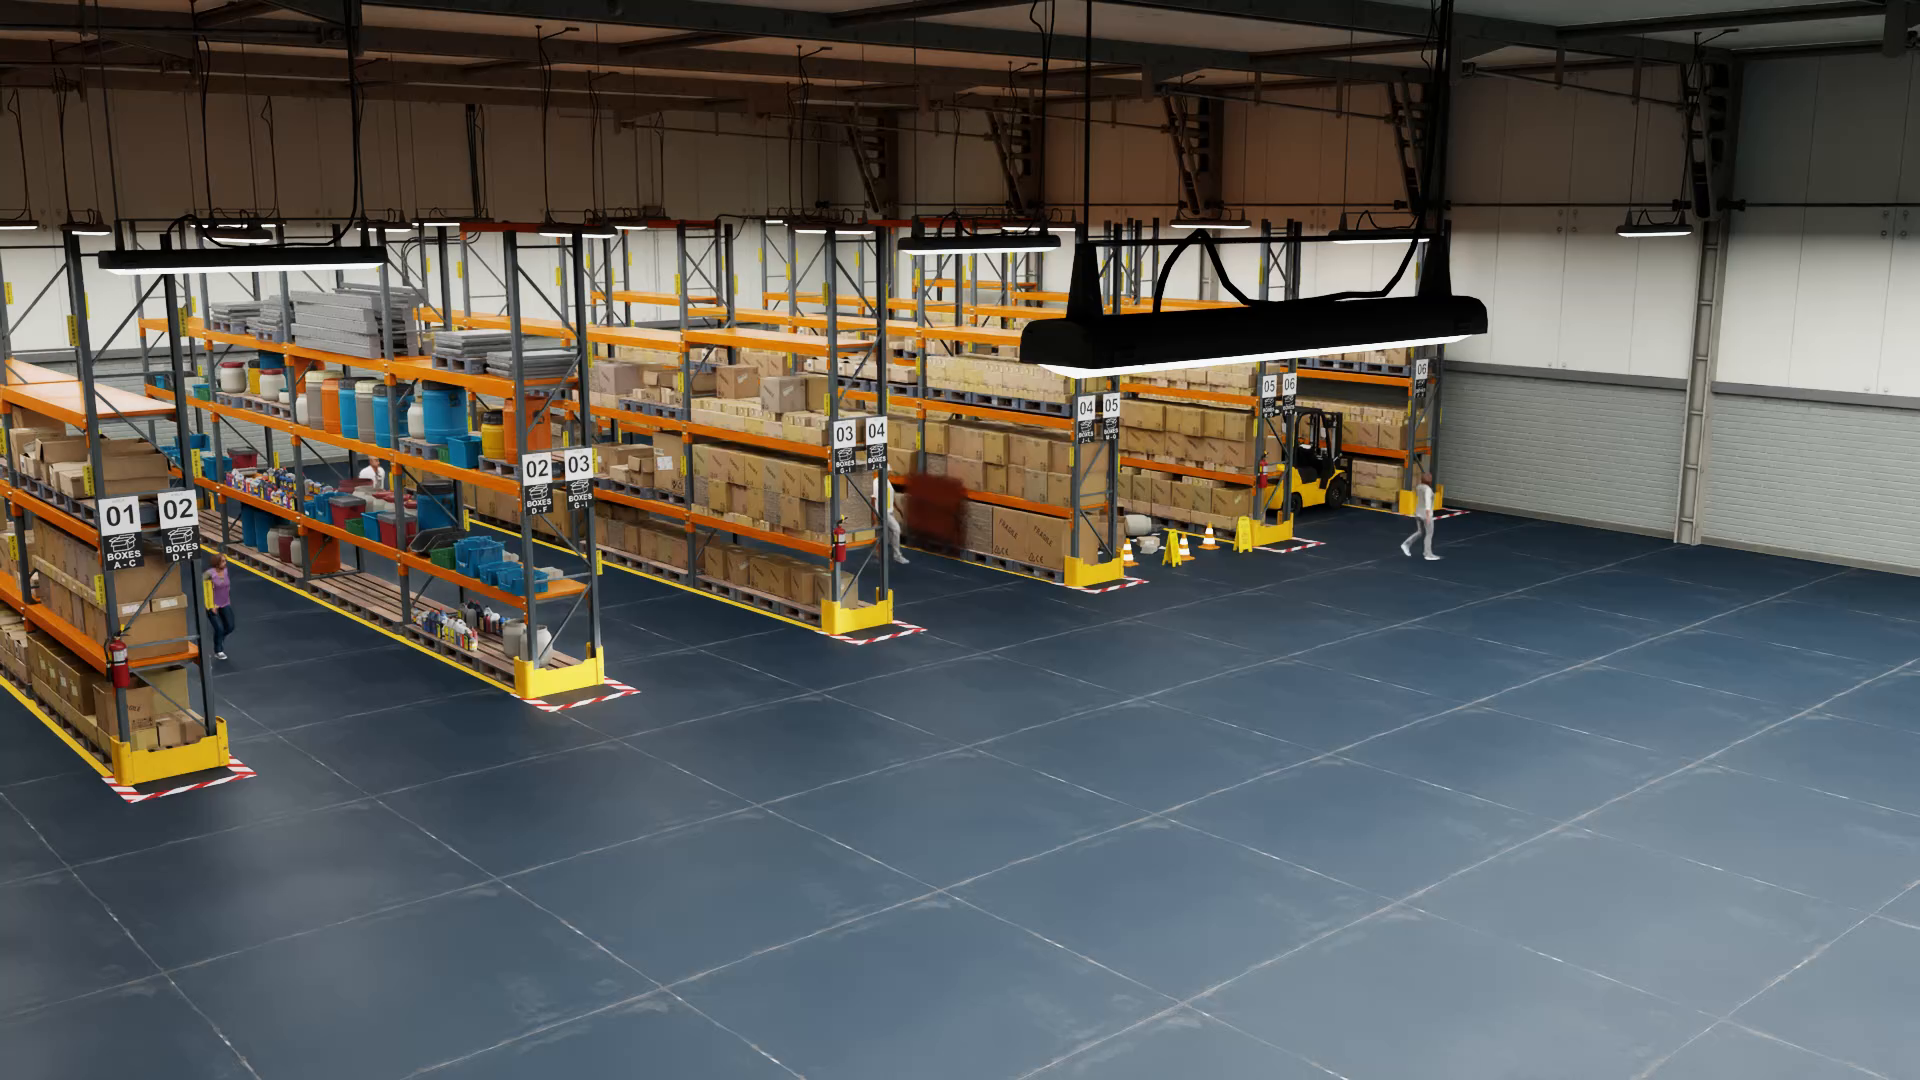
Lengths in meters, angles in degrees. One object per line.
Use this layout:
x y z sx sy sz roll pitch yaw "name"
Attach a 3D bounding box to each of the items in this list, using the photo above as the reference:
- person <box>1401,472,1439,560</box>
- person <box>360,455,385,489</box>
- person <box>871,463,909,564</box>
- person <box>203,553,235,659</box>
8.311 -0.433 29.980 0.649 1.585 0.429 -4 12 -19 "person"
-10.921 -0.745 31.044 1.129 1.715 0.564 11 16 43 "person"
-1.184 -0.492 28.681 0.790 1.709 0.596 4 12 20 "person"
-10.478 0.932 23.427 0.555 1.529 0.524 10 15 41 "person"
